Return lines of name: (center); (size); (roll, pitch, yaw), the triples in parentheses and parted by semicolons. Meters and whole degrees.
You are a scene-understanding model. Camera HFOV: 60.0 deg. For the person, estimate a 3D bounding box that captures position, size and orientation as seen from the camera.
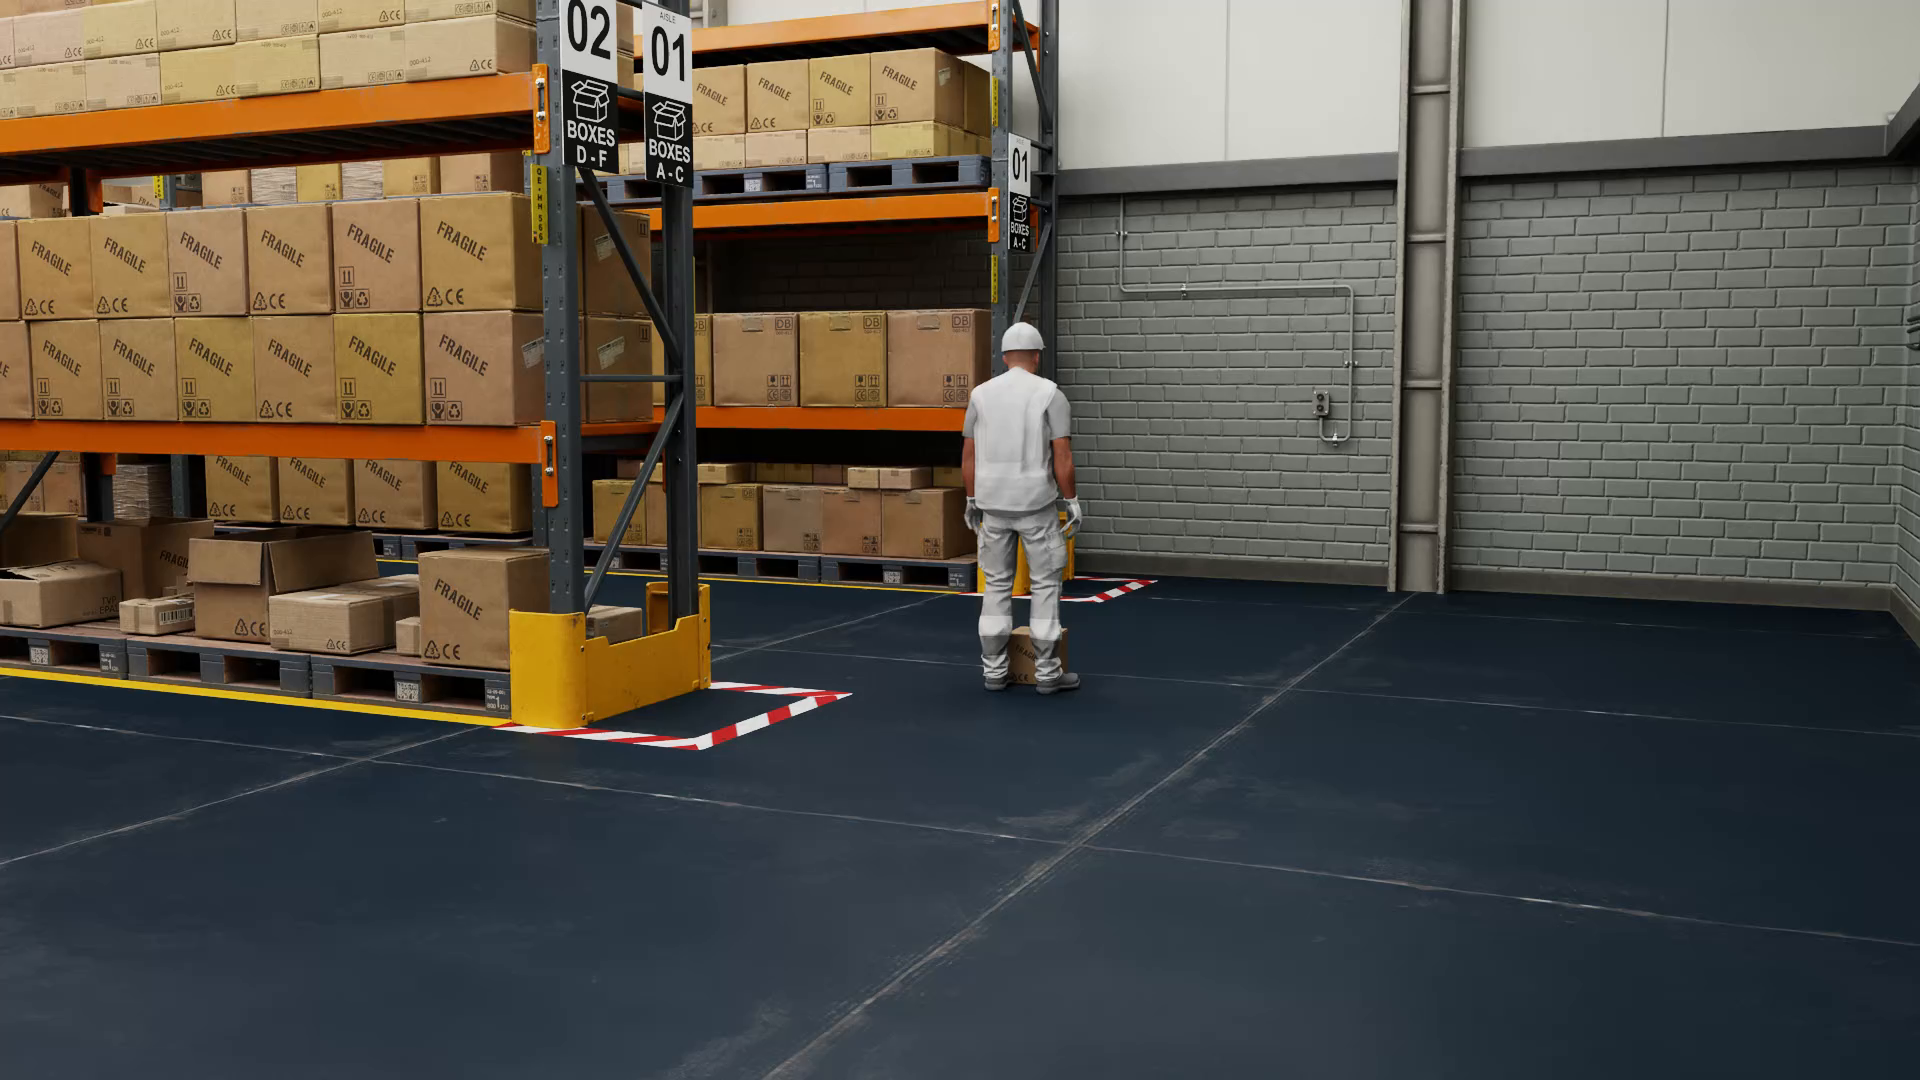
person: (0.297, -0.159, 8.059); (0.609, 1.777, 0.448); (2, 6, 24)
